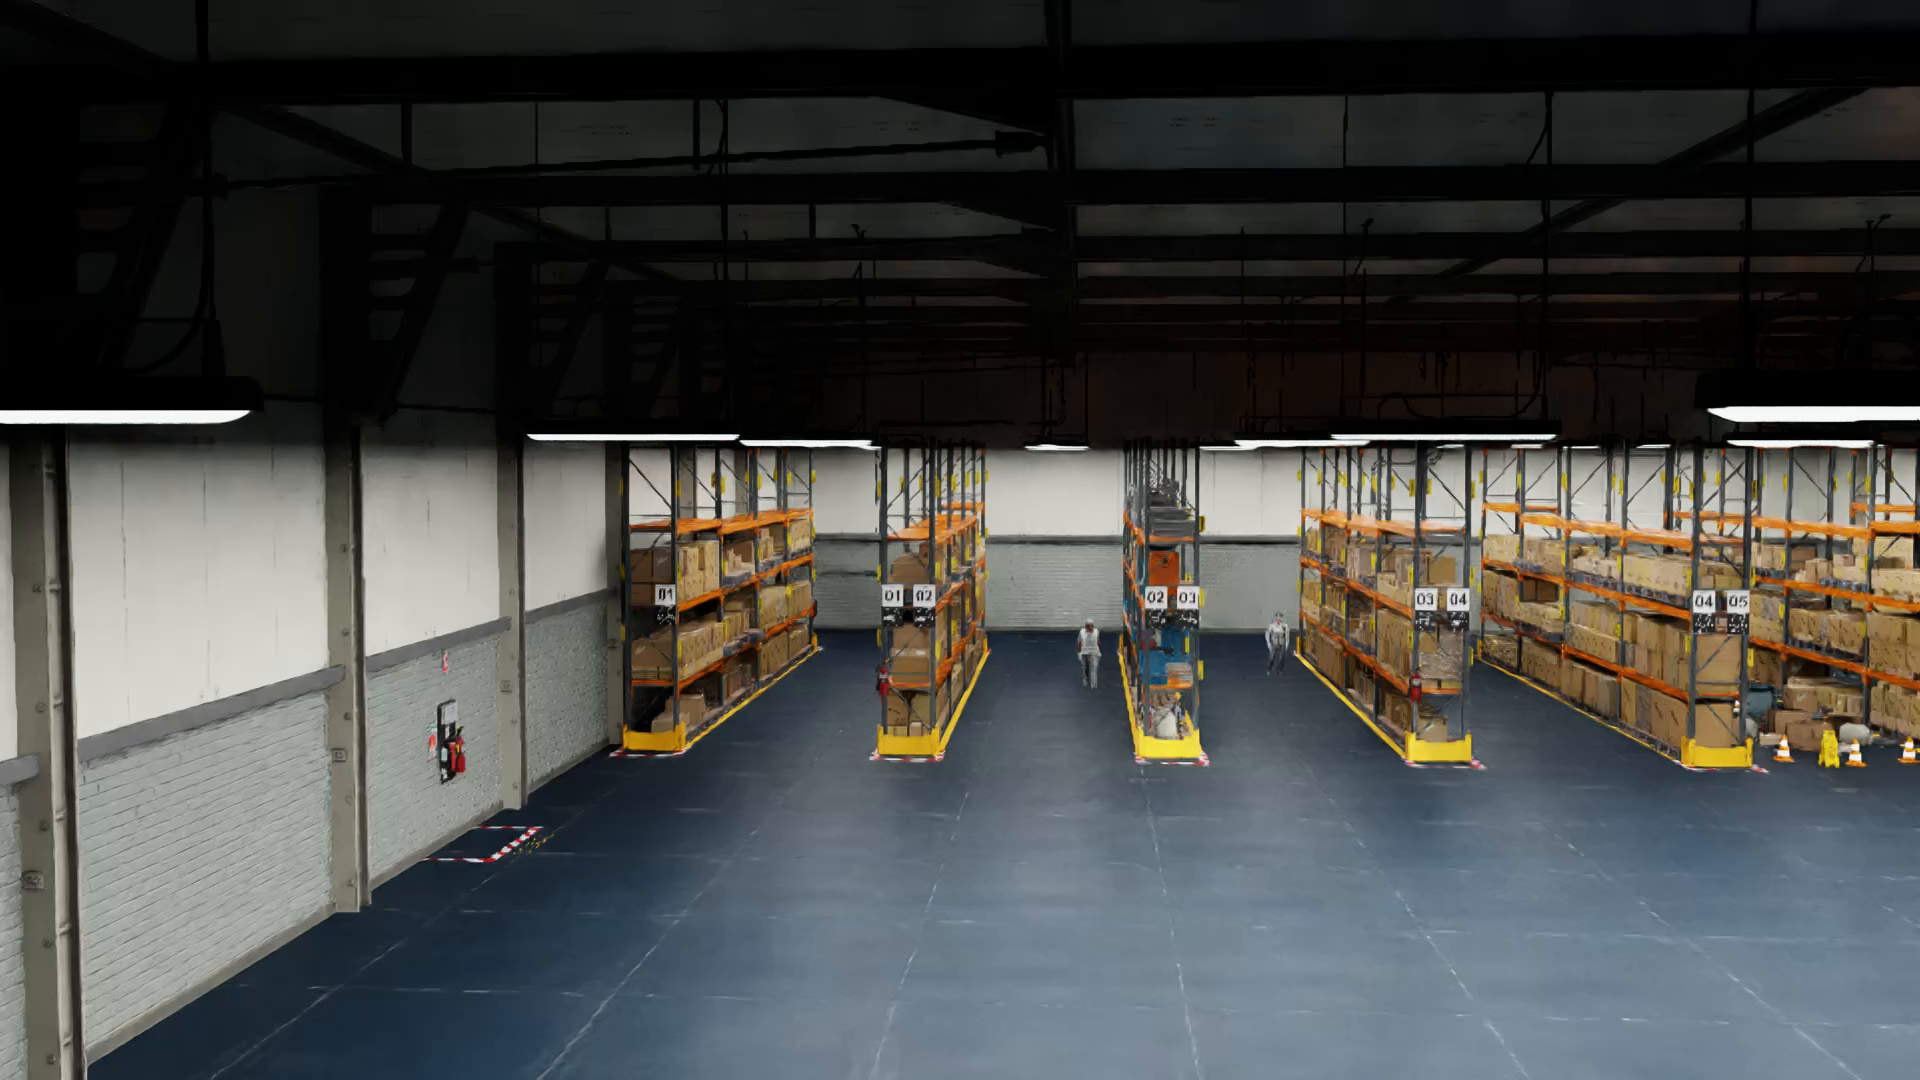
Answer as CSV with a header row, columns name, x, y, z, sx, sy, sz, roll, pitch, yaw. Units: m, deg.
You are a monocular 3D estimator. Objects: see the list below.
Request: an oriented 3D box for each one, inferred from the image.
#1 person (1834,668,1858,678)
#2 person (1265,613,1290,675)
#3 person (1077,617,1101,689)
name,x,y,z,sx,sy,sz,roll,pitch,yaw
person,22.433,2.663,42.066,0.540,1.587,0.527,1,3,25
person,8.100,2.646,42.422,0.639,1.632,0.506,0,3,2
person,3.114,2.710,40.127,0.566,1.706,1.122,0,3,7
